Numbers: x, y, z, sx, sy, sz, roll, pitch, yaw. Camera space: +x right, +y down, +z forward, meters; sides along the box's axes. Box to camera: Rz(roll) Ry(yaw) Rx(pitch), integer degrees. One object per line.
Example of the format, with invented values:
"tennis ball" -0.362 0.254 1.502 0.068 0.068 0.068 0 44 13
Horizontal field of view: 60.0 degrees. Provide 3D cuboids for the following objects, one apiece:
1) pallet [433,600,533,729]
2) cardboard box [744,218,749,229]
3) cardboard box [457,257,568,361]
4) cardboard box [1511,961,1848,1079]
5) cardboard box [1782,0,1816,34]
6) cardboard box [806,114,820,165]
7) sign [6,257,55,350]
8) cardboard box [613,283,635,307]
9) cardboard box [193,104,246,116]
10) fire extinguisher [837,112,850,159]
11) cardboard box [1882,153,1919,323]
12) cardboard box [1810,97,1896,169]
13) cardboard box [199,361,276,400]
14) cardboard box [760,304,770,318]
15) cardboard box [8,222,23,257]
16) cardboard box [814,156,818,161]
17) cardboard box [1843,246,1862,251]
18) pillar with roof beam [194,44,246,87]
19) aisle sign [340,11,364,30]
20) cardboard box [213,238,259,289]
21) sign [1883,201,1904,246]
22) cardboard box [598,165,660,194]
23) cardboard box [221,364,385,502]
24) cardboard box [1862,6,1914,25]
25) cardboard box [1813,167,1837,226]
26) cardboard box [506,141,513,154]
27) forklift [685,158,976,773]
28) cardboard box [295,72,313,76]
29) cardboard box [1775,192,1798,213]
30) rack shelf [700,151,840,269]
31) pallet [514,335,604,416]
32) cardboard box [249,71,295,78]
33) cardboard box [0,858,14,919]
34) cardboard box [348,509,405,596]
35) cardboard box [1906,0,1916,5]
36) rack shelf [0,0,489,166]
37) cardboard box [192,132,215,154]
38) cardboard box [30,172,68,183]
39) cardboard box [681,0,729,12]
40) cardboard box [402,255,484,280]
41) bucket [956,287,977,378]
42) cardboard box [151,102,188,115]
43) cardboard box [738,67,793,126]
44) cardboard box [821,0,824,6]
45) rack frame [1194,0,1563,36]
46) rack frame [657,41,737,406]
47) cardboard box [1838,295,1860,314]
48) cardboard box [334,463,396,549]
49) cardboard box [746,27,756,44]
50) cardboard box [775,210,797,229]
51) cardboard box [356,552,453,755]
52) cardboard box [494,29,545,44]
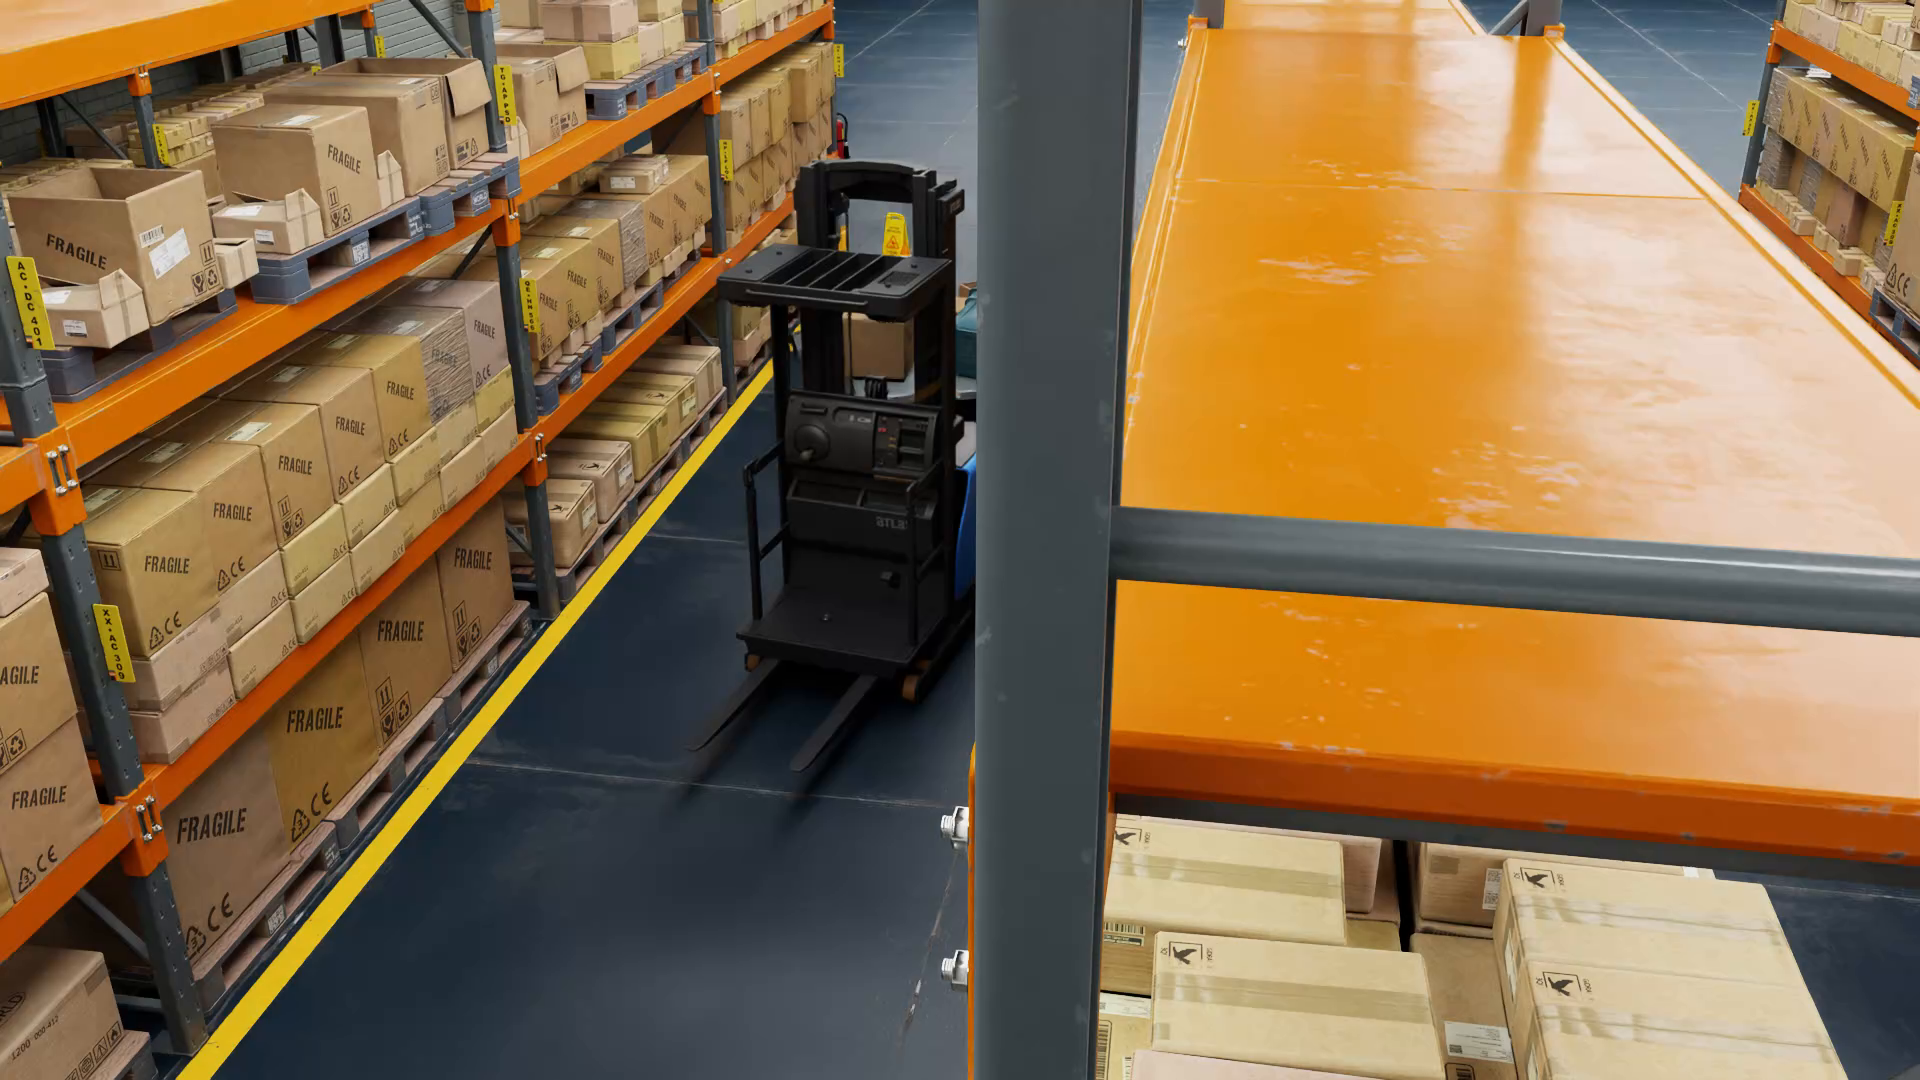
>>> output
"pallet" -3.283 0.695 10.016 1.003 0.211 1.213 4 25 9
"cardboard box" -2.055 -2.783 14.455 0.380 0.149 0.250 4 25 8
"cardboard box" -2.778 -1.435 10.313 0.500 0.500 0.500 3 25 7
"cardboard box" 0.966 0.723 2.245 0.380 0.149 0.250 4 25 8
"cardboard box" 7.671 -4.659 14.803 0.500 0.250 0.500 5 26 10
"cardboard box" -1.676 -3.963 16.209 0.500 0.500 0.500 4 25 9
"sign" -3.186 -0.810 5.701 0.100 0.325 0.005 4 25 9
"cardboard box" -2.531 -1.764 11.782 0.380 0.149 0.250 5 26 10
"cardboard box" -6.833 -3.928 15.370 0.380 0.149 0.250 4 25 8
"fire extinguisher" -1.299 -4.219 17.317 0.296 0.674 0.183 4 25 9
"cardboard box" 7.083 -2.018 11.320 1.000 1.000 1.000 4 25 9
"cardboard box" 7.401 -3.346 13.712 0.500 0.500 0.500 4 25 9
"cardboard box" -3.659 -0.567 8.125 0.500 0.500 0.500 4 25 9
"cardboard box" -1.988 -2.303 14.994 0.500 0.500 0.500 5 26 11
"cardboard box" -3.797 -1.111 6.657 0.500 0.311 0.500 4 25 9
"cardboard box" -1.618 -3.734 16.485 0.380 0.149 0.250 4 25 8
"cardboard box" 7.348 -2.287 13.394 0.380 0.149 0.250 4 25 9
"pillar with roof beam" -3.426 -6.771 15.600 9.100 9.000 0.400 4 25 9
"aisle sign" -6.370 -5.765 17.462 0.394 0.787 0.004 4 25 9
"cardboard box" -3.182 -1.167 6.947 0.380 0.166 0.250 2 25 5
"sign" 6.814 -2.305 12.115 0.100 0.325 0.005 4 25 9
"cardboard box" -2.400 -2.615 12.069 0.380 0.149 0.250 3 25 6
"cardboard box" -3.160 -0.523 8.031 0.500 0.500 0.500 4 25 8
"cardboard box" 7.460 -4.164 13.276 0.380 0.149 0.250 3 25 7
"cardboard box" 7.706 -2.872 13.878 0.875 0.500 0.500 4 25 9
"cardboard box" -2.861 -2.257 9.792 0.380 0.149 0.250 4 25 9
"forklift" -0.650 -0.572 9.514 1.130 2.935 3.031 8 26 17
"cardboard box" -6.546 -4.673 16.962 0.380 0.149 0.250 5 25 10
"cardboard box" 7.587 -3.022 14.965 0.380 0.149 0.250 4 25 9
"rack shelf" -2.099 -3.076 15.632 1.077 0.370 4.000 4 25 9
"pallet" -3.069 -1.111 10.811 1.213 0.211 1.003 4 25 9
"cardboard box" -7.041 -4.710 17.040 0.380 0.149 0.250 4 25 10
"cardboard box" -3.636 1.163 5.610 0.500 0.500 0.500 3 25 7
"cardboard box" -3.128 0.045 8.293 0.500 0.250 0.500 4 25 8
"cardboard box" 8.001 -4.651 13.551 0.500 0.500 0.500 4 25 9
"rack shelf" -3.407 -2.266 7.297 1.077 0.370 4.000 4 25 9
"cardboard box" -6.956 -3.581 14.979 0.380 0.149 0.250 4 25 8
"cardboard box" -7.277 -2.881 13.483 0.380 0.149 0.250 4 25 8
"cardboard box" -2.053 -4.280 13.174 0.380 0.149 0.250 4 25 8
"cardboard box" -3.280 -1.472 10.392 0.500 0.500 0.500 3 25 7
"bucket" 0.222 -1.687 13.884 0.726 0.611 0.620 13 38 26
"cardboard box" -7.416 -3.966 15.450 0.380 0.149 0.250 4 25 8
"cardboard box" -1.931 -4.012 15.134 0.700 0.500 0.500 4 25 8
"cardboard box" -1.555 -5.314 16.323 0.380 0.149 0.250 4 25 9
"rack frame" 1.166 -1.636 4.630 1.000 3.000 0.127 4 25 9
"rack frame" -2.426 -2.565 13.692 1.000 3.000 0.127 4 25 9
"cardboard box" 7.701 -1.837 14.589 0.500 0.500 0.500 6 26 13
"cardboard box" -3.137 -0.183 8.190 0.500 0.250 0.500 3 25 7
"cardboard box" -1.969 -4.353 14.270 0.380 0.149 0.250 3 25 7
"cardboard box" -1.729 -3.090 15.912 0.380 0.149 0.250 5 26 11
"cardboard box" -3.425 0.536 9.078 0.875 0.875 0.875 4 25 9
"cardboard box" -3.060 -3.405 11.630 0.500 0.250 0.500 4 25 8
